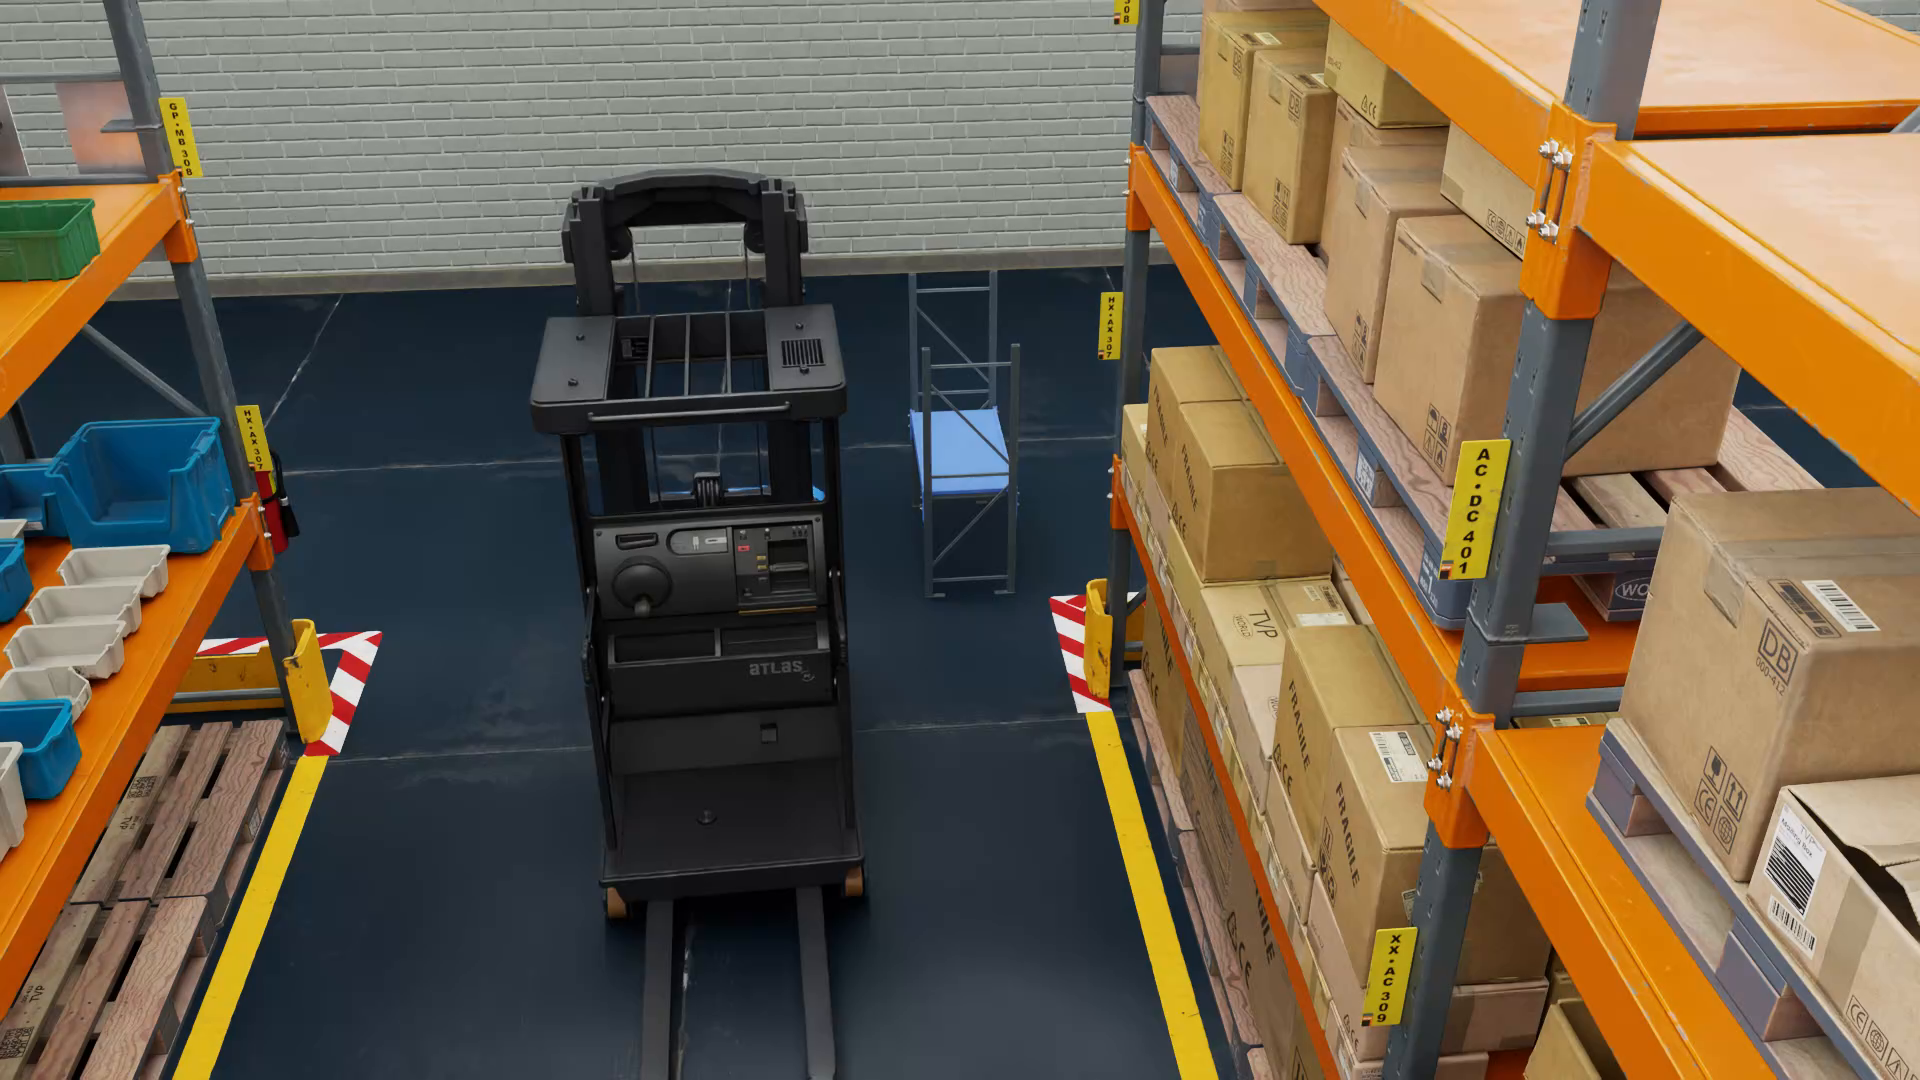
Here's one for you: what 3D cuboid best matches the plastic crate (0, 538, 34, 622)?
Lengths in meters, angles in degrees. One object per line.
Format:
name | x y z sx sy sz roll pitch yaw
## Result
plastic crate | -3.940 0.176 6.635 0.416 0.233 0.300 -3 31 -5

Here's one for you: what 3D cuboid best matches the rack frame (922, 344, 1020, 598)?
rack frame | 0.055 -0.341 8.858 0.500 1.500 0.032 -3 31 -5

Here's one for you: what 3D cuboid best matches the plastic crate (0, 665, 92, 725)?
plastic crate | -3.331 0.587 6.041 0.298 0.136 0.250 -3 31 -5

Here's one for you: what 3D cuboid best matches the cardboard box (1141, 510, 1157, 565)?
cardboard box | 0.989 -0.018 7.101 0.380 0.149 0.250 -3 31 -6

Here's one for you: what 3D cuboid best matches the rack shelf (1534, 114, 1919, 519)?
rack shelf | 1.795 0.383 1.425 1.077 0.370 4.000 -3 31 -5

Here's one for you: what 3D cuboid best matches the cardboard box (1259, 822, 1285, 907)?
cardboard box | 1.182 1.031 5.344 0.380 0.149 0.250 -2 31 -4

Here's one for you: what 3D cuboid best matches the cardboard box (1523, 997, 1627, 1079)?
cardboard box | 1.676 1.309 3.558 0.797 0.503 0.637 -4 31 -6

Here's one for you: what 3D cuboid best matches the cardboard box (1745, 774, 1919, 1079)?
cardboard box | 1.621 0.592 2.587 0.500 0.311 0.500 -4 31 -6

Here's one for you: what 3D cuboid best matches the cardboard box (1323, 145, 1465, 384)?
cardboard box | 1.430 -0.768 4.582 0.700 0.500 0.500 -1 31 -2

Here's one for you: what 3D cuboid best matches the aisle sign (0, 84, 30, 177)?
aisle sign | -3.999 -1.486 6.779 0.394 0.787 0.004 -3 31 -5

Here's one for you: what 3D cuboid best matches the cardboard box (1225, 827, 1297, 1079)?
cardboard box | 1.542 1.389 6.163 0.875 0.875 0.875 -3 31 -5

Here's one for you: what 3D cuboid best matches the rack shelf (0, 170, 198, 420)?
rack shelf | -3.510 -0.306 5.113 1.077 0.370 4.000 -3 31 -5

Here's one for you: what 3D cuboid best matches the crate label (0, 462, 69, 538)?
crate label | -4.001 -0.160 7.198 0.416 0.233 0.303 -3 31 -5

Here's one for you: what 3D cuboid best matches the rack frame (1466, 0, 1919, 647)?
rack frame | 1.608 -1.118 2.847 1.000 3.000 0.127 -3 31 -5

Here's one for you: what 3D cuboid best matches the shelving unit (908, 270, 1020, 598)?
shelving unit | 0.008 -0.600 9.293 0.538 1.500 1.048 -3 31 -5

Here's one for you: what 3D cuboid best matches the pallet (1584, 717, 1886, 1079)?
pallet | 1.743 0.717 2.886 0.805 0.209 1.217 -4 31 -7

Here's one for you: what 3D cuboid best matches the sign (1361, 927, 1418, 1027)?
sign | 1.056 1.079 4.098 0.100 0.325 0.005 -3 31 -5

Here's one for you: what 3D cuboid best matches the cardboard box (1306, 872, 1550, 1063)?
cardboard box | 1.306 1.181 4.704 0.500 0.250 0.500 -3 31 -6

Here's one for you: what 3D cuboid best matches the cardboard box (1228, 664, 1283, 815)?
cardboard box | 1.207 0.656 5.583 0.500 0.250 0.500 -2 31 -4

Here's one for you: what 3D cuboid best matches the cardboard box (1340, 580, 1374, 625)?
cardboard box | 1.692 0.371 6.060 0.500 0.250 0.500 -3 31 -4

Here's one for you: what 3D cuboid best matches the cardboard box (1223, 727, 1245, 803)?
cardboard box | 1.133 0.769 5.783 0.380 0.149 0.250 -3 31 -5

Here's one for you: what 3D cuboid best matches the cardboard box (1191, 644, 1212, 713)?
cardboard box | 1.084 0.505 6.225 0.380 0.149 0.250 -4 31 -6

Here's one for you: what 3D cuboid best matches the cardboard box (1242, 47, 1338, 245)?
cardboard box | 1.366 -1.321 5.508 0.700 0.500 0.500 -5 31 -8

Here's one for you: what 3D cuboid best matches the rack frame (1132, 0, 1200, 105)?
rack frame | 1.235 -3.161 6.266 1.000 3.000 0.127 -3 31 -5

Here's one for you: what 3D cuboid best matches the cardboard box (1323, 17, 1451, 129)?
cardboard box | 1.413 -1.429 4.957 0.500 0.250 0.500 -4 31 -6

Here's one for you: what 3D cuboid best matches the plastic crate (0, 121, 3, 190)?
plastic crate | -3.938 -1.369 6.320 0.497 0.269 0.590 -3 31 -5

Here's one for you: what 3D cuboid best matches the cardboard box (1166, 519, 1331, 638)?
cardboard box | 1.109 0.131 6.461 0.500 0.250 0.500 -4 31 -6

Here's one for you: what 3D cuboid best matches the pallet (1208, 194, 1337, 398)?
pallet | 1.432 -0.832 5.380 1.003 0.211 1.213 -3 31 -5

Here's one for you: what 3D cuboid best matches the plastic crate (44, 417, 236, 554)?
plastic crate | -3.479 -0.227 7.112 0.616 0.435 0.499 -3 31 -5

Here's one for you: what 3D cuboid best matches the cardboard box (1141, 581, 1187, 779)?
cardboard box | 1.374 0.470 7.701 0.875 0.875 0.875 -3 31 -5

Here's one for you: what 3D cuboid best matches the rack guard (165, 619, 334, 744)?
rack guard | -3.712 0.714 8.068 1.175 0.500 0.348 -3 31 -5

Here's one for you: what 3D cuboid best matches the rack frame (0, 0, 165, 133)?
rack frame | -3.697 -2.923 5.869 1.000 3.000 0.127 -3 31 -5

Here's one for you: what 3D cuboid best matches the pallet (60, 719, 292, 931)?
pallet | -3.658 1.272 7.414 1.003 0.211 1.213 -3 31 -5

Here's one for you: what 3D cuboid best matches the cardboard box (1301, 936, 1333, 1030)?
cardboard box | 1.229 1.293 4.905 0.380 0.149 0.250 -2 31 -4

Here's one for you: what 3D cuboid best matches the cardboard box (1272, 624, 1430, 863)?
cardboard box | 1.257 0.594 4.956 0.500 0.500 0.500 -2 31 -4

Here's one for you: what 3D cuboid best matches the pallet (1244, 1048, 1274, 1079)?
pallet | 1.615 2.262 5.757 1.003 0.211 1.213 -3 31 -5

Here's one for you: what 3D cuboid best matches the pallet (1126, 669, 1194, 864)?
pallet | 1.387 1.017 7.843 1.003 0.211 1.213 -3 31 -5

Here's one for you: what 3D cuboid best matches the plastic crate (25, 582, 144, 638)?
plastic crate | -3.427 0.296 6.528 0.396 0.136 0.243 -3 31 -5

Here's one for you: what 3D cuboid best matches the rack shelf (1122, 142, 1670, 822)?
rack shelf | 1.422 -0.543 5.511 1.077 0.370 4.000 -3 31 -5

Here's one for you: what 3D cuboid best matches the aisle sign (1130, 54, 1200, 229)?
aisle sign | 0.929 -1.723 7.176 0.394 0.787 0.004 -3 31 -5

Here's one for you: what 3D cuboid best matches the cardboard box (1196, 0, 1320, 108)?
cardboard box | 1.337 -1.876 6.436 0.700 0.500 0.500 -5 31 -8

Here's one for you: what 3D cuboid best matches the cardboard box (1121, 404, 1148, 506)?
cardboard box | 1.011 -0.390 7.335 0.500 0.250 0.500 -4 31 -6

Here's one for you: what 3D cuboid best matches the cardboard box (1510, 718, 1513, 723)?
cardboard box | 1.780 0.563 5.007 0.500 0.500 0.500 -3 31 -5

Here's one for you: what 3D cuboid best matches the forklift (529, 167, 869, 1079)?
forklift | -0.990 0.155 6.632 1.130 2.935 3.031 -4 31 -6

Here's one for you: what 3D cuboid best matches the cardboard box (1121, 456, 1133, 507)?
cardboard box | 0.939 -0.280 7.539 0.380 0.149 0.250 -2 31 -4

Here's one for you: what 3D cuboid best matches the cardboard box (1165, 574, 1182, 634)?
cardboard box | 1.037 0.244 6.661 0.380 0.149 0.250 -3 31 -6

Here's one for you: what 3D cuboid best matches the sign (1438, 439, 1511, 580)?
sign | 1.056 -0.059 3.418 0.100 0.325 0.005 -3 31 -5

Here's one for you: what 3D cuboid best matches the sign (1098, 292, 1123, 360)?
sign | 0.682 -0.967 7.523 0.100 0.325 0.005 -3 31 -5

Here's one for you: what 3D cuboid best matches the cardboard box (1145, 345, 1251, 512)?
cardboard box | 1.057 -0.457 6.715 0.500 0.500 0.500 -3 31 -6
